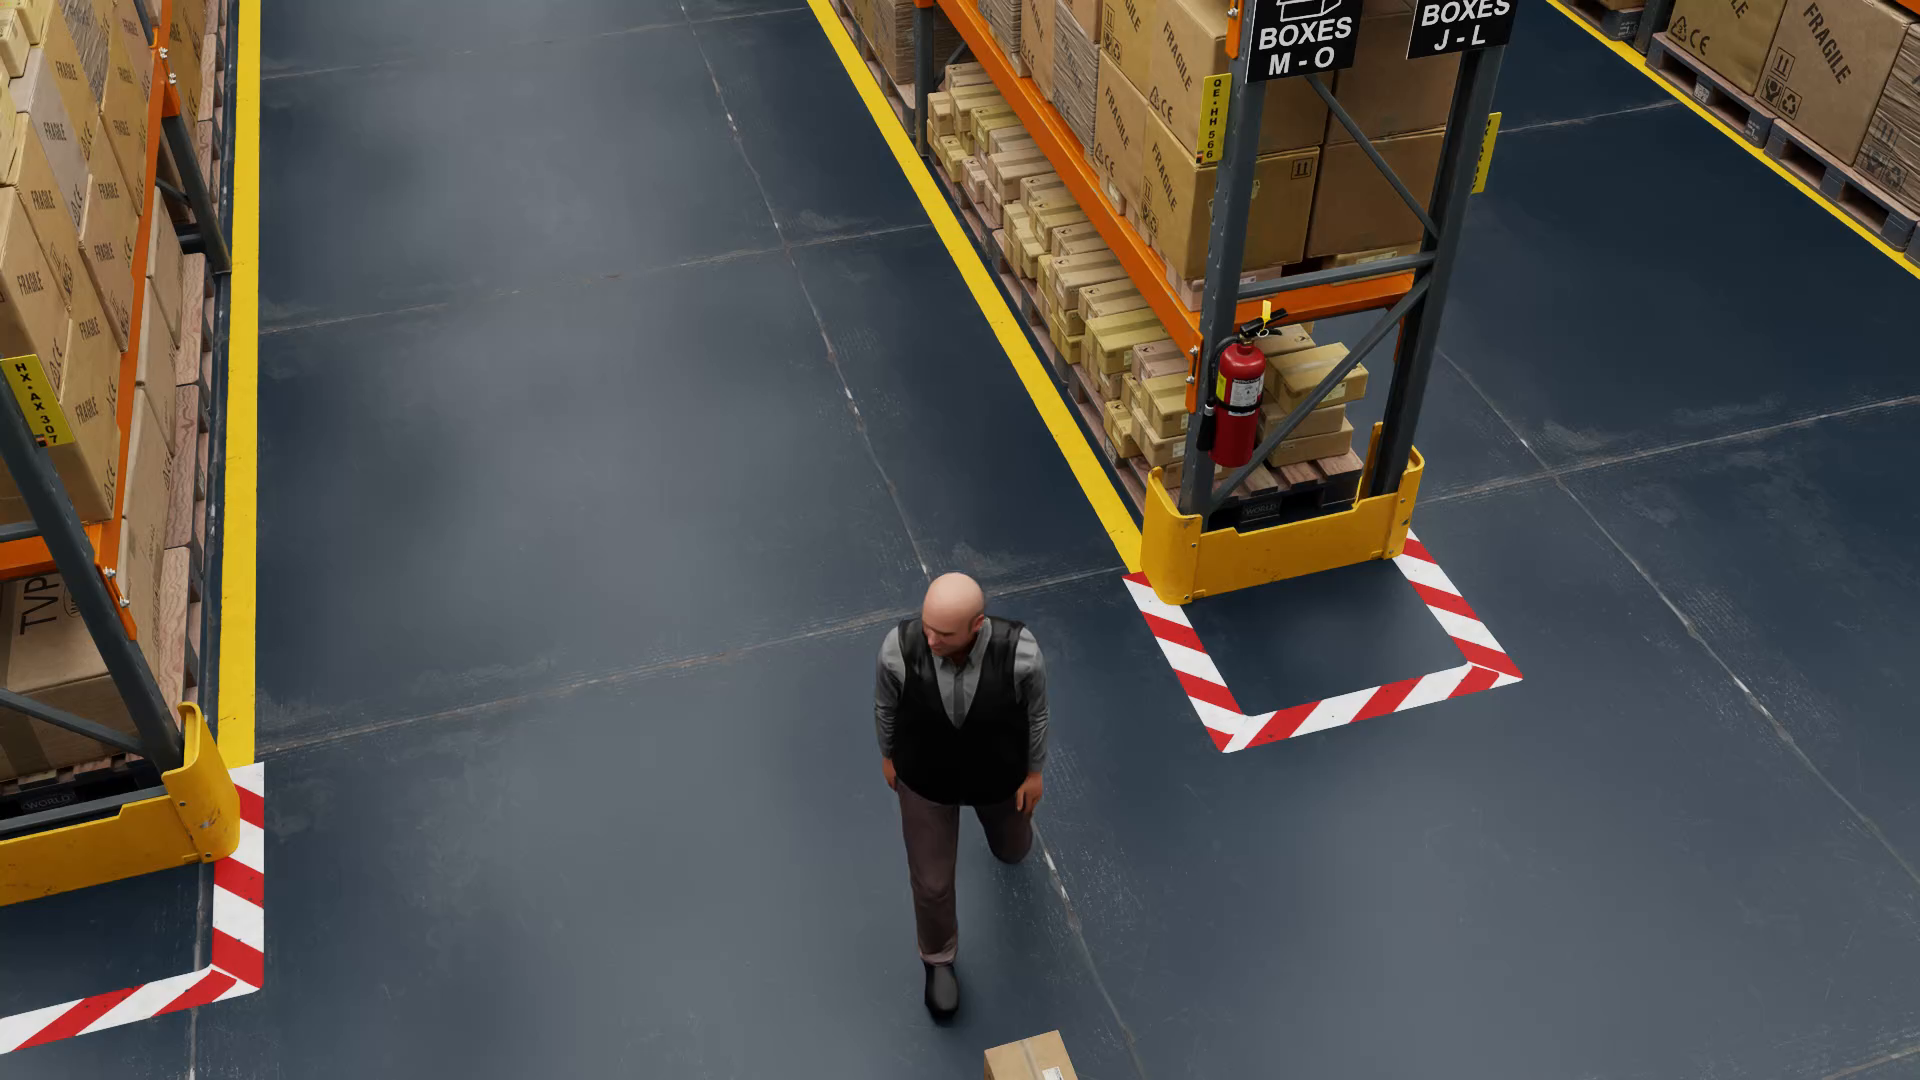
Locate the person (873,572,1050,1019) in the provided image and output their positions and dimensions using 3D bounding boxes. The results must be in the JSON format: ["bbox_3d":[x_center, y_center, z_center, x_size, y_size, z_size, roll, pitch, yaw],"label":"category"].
[{"bbox_3d":[0.004,0.716,5.380,0.554,1.701,0.873,-1,42,-1],"label":"person"}]
